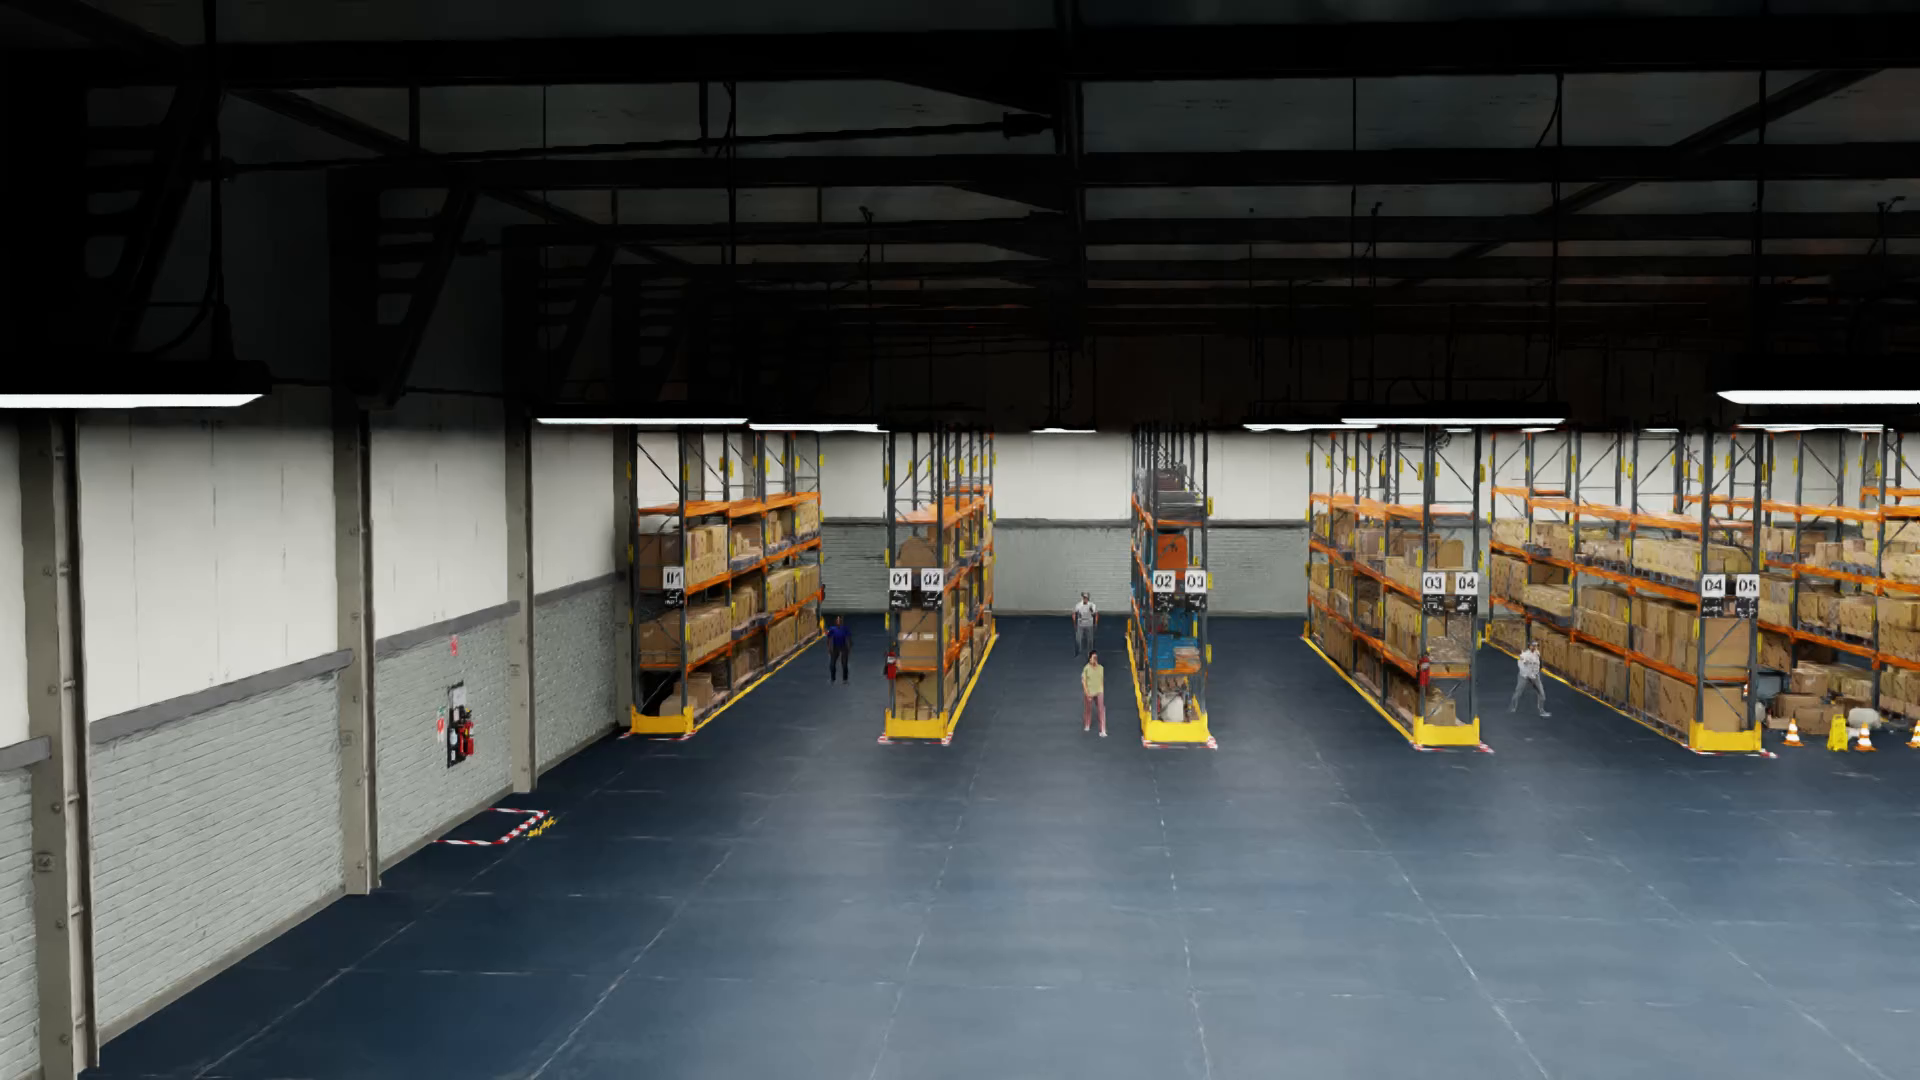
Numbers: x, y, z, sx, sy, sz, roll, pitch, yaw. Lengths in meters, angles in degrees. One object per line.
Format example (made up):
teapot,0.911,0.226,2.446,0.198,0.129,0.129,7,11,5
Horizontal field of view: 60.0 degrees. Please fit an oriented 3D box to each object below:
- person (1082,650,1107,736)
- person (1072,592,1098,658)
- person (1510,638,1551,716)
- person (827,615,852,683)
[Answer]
person,2.536,2.901,31.678,0.446,1.604,1.018,0,4,-4
person,3.207,2.173,42.655,0.682,1.715,0.536,0,4,3
person,11.588,2.762,33.881,0.630,1.608,0.811,-1,4,-12
person,-2.769,2.520,38.253,0.592,1.581,0.518,0,4,2
